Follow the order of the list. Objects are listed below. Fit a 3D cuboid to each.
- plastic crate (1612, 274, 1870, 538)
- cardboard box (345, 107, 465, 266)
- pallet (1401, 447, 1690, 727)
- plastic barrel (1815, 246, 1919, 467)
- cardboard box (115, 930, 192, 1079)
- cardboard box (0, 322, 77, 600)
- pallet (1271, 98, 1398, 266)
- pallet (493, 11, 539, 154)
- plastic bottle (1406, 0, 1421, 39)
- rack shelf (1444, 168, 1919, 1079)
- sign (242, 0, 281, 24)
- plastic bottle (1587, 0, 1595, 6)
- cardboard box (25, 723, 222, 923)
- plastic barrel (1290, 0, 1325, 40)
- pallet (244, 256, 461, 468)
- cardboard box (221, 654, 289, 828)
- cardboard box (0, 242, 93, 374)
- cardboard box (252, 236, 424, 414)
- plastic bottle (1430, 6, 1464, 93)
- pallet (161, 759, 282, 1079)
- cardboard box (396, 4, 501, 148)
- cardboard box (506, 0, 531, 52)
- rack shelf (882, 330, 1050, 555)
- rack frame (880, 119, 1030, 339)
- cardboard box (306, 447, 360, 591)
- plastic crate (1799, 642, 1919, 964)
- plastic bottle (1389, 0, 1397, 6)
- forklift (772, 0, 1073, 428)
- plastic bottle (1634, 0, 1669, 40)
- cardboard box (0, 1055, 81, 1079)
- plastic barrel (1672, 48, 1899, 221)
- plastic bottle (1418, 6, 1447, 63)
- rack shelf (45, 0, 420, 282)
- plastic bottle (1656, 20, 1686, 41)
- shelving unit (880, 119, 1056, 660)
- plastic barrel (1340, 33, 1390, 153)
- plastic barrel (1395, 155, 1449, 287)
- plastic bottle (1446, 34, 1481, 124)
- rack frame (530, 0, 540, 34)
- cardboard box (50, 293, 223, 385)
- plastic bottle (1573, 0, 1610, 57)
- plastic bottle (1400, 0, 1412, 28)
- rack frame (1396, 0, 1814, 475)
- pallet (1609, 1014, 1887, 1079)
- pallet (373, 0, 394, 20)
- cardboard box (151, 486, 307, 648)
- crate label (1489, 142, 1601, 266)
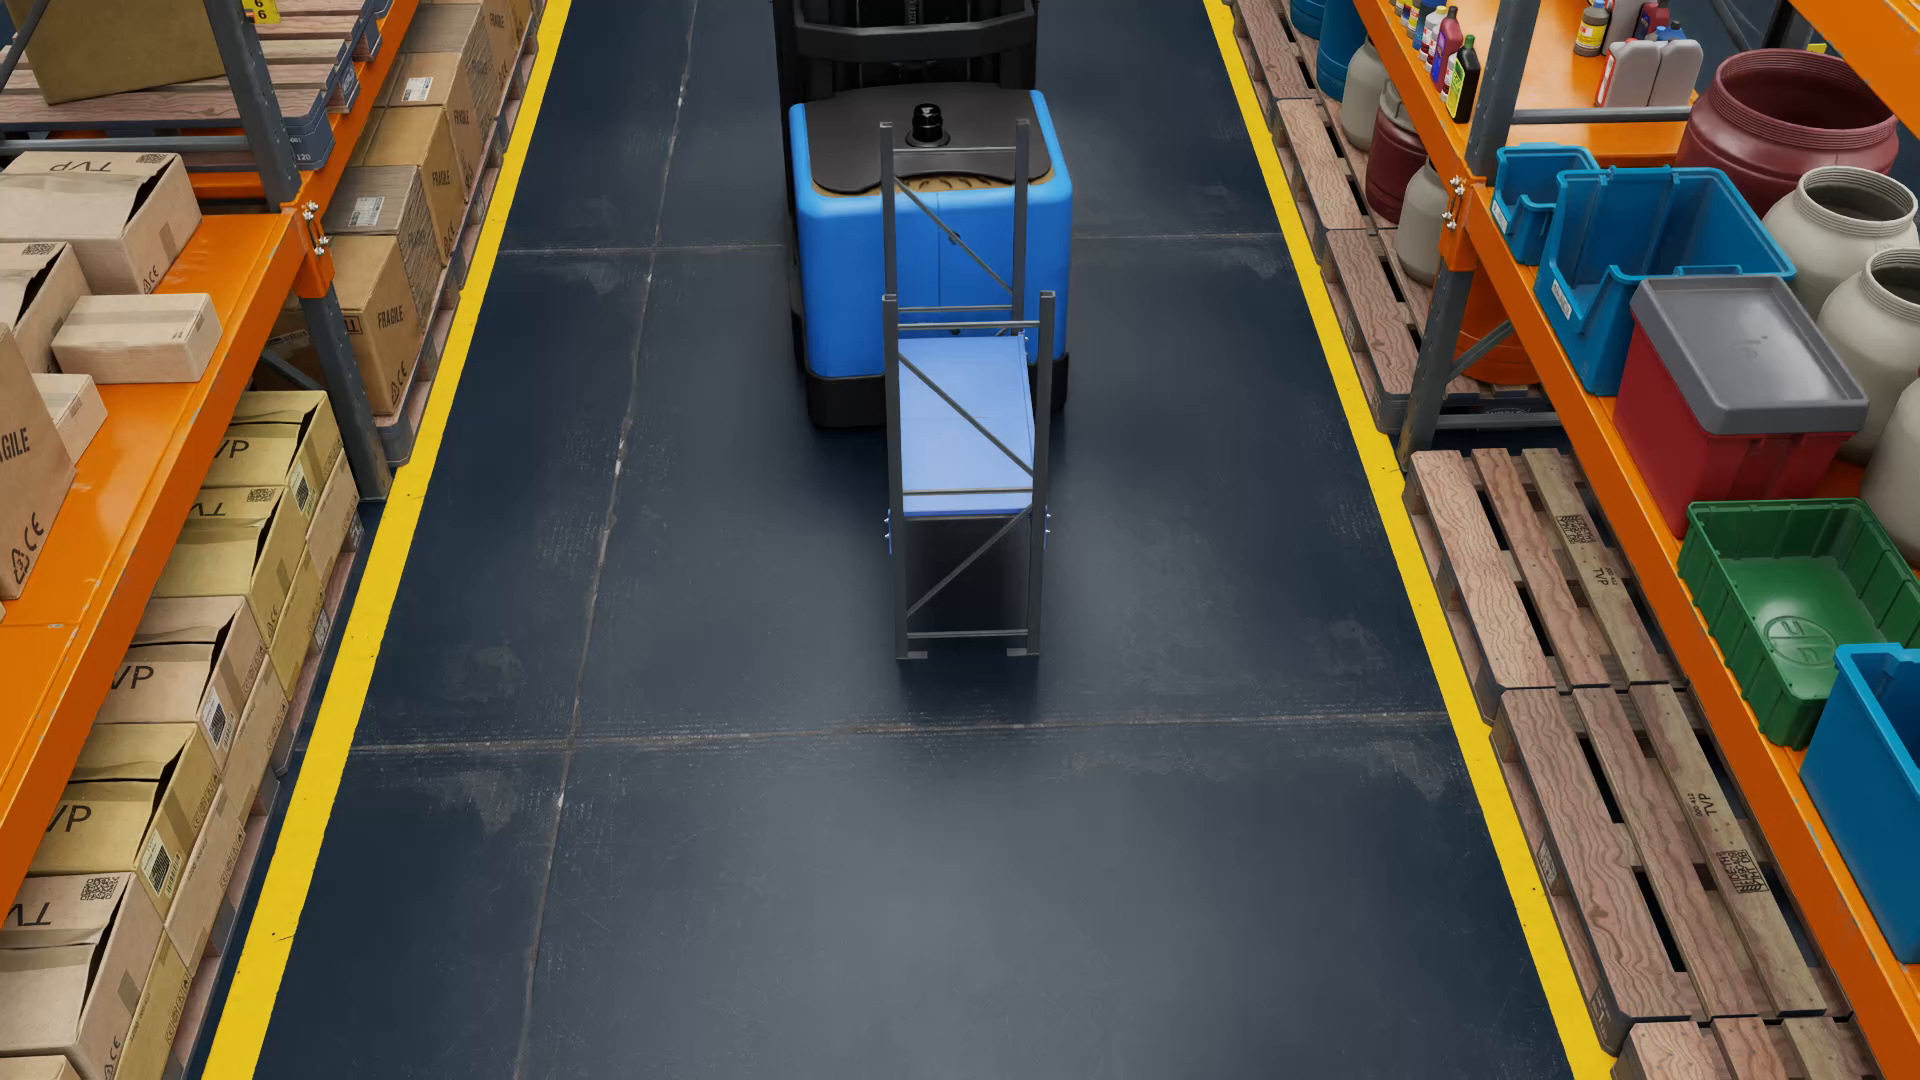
[{"bbox_3d":[1.999,-0.344,4.358,0.402,0.464,0.583,-2,43,-2],"label":"plastic crate"},{"bbox_3d":[-2.490,-1.528,7.222,0.500,0.500,0.500,-2,43,-2],"label":"cardboard box"},{"bbox_3d":[2.231,0.132,5.949,1.003,0.211,1.213,-2,43,-2],"label":"pallet"},{"bbox_3d":[2.512,-0.488,4.480,0.421,0.512,0.421,0,43,0],"label":"plastic barrel"},{"bbox_3d":[-2.357,1.305,4.331,0.500,0.250,0.500,-3,43,-3],"label":"cardboard box"},{"bbox_3d":[-2.625,-0.185,4.157,0.500,0.500,0.500,-4,43,-4],"label":"cardboard box"},{"bbox_3d":[2.113,-1.744,7.997,1.003,0.211,1.213,-2,43,-2],"label":"pallet"},{"bbox_3d":[-2.810,-2.404,8.717,1.003,0.211,1.213,-2,43,-2],"label":"pallet"},{"bbox_3d":[1.784,-2.039,6.401,0.097,0.201,0.097,0,43,0],"label":"plastic bottle"},{"bbox_3d":[2.321,0.196,4.349,1.077,0.370,4.000,-2,43,-2],"label":"rack shelf"},{"bbox_3d":[-2.158,-1.725,5.055,0.100,0.325,0.005,-2,43,-2],"label":"sign"},{"bbox_3d":[2.552,-2.238,6.558,0.061,0.283,0.133,-2,43,-2],"label":"plastic bottle"},{"bbox_3d":[-2.378,0.748,4.523,0.500,0.311,0.500,-1,43,-1],"label":"cardboard box"},{"bbox_3d":[2.073,-3.134,8.691,0.600,0.901,0.708,-2,43,-2],"label":"plastic barrel"},{"bbox_3d":[-2.706,-0.757,6.920,1.003,0.211,1.213,-2,43,-2],"label":"pallet"},{"bbox_3d":[-2.403,0.614,5.084,0.500,0.250,0.500,-1,43,-1],"label":"cardboard box"},{"bbox_3d":[-2.868,-0.638,4.792,0.500,0.311,0.500,-2,43,-2],"label":"cardboard box"},{"bbox_3d":[-2.446,-0.836,6.467,0.500,0.500,0.500,0,43,0],"label":"cardboard box"},{"bbox_3d":[1.783,-1.793,6.073,0.061,0.283,0.133,-2,43,-2],"label":"plastic bottle"},{"bbox_3d":[-2.668,1.126,4.865,1.003,0.211,1.213,-2,43,-2],"label":"pallet"},{"bbox_3d":[-2.542,-2.224,7.980,0.500,0.500,0.500,-1,43,-1],"label":"cardboard box"},{"bbox_3d":[-2.575,-2.896,8.714,0.500,0.500,0.500,-2,43,-2],"label":"cardboard box"},{"bbox_3d":[0.004,-0.363,5.802,0.538,0.185,1.000,-2,43,-2],"label":"rack shelf"},{"bbox_3d":[-0.018,-0.838,6.055,0.500,1.500,0.032,-2,43,-2],"label":"rack frame"},{"bbox_3d":[-2.446,-0.073,5.834,0.500,0.250,0.500,-1,43,-1],"label":"cardboard box"},{"bbox_3d":[2.049,0.551,3.441,0.392,0.384,0.575,-2,43,-2],"label":"plastic crate"},{"bbox_3d":[1.772,-2.236,6.616,0.097,0.201,0.097,0,43,0],"label":"plastic bottle"},{"bbox_3d":[-0.253,-2.525,6.835,1.130,2.935,3.031,-5,43,-5],"label":"forklift"},{"bbox_3d":[2.573,-1.901,6.191,0.061,0.283,0.133,-2,43,-2],"label":"plastic bottle"},{"bbox_3d":[-2.327,1.448,3.759,0.500,0.311,0.500,-2,43,-2],"label":"cardboard box"},{"bbox_3d":[2.559,-1.165,5.201,0.600,0.536,0.708,-2,43,-2],"label":"plastic barrel"},{"bbox_3d":[1.793,-1.907,6.258,0.097,0.201,0.097,0,43,0],"label":"plastic bottle"},{"bbox_3d":[-2.797,-2.365,7.143,1.077,0.370,4.000,-2,43,-2],"label":"rack shelf"},{"bbox_3d":[2.564,-1.753,6.037,0.097,0.271,0.097,0,43,0],"label":"plastic bottle"},{"bbox_3d":[0.004,-0.495,5.680,0.538,1.500,1.048,-2,43,-2],"label":"shelving unit"},{"bbox_3d":[2.038,-2.128,7.882,0.421,0.512,0.421,0,43,0],"label":"plastic barrel"},{"bbox_3d":[2.085,-1.366,7.050,0.421,0.512,0.421,0,43,0],"label":"plastic barrel"},{"bbox_3d":[1.793,-1.638,5.903,0.061,0.283,0.133,-2,43,-2],"label":"plastic bottle"},{"bbox_3d":[-2.882,-3.980,8.373,1.000,3.000,0.127,-2,43,-2],"label":"rack frame"},{"bbox_3d":[-2.398,-0.588,4.858,0.380,0.149,0.250,-2,43,-2],"label":"cardboard box"},{"bbox_3d":[2.398,-1.944,6.298,0.097,0.201,0.097,0,43,0],"label":"plastic bottle"},{"bbox_3d":[1.780,-2.130,6.449,0.097,0.271,0.097,0,43,0],"label":"plastic bottle"},{"bbox_3d":[2.237,-1.420,5.579,1.000,3.000,0.127,-2,43,-2],"label":"rack frame"},{"bbox_3d":[2.334,1.780,4.152,1.003,0.211,1.213,-2,43,-2],"label":"pallet"},{"bbox_3d":[-2.800,-2.522,6.924,1.003,0.211,1.213,-2,43,-2],"label":"pallet"},{"bbox_3d":[-2.416,0.069,5.264,0.500,0.311,0.500,-2,43,-2],"label":"cardboard box"},{"bbox_3d":[1.880,-1.063,5.313,0.303,0.233,0.416,-2,43,-2],"label":"crate label"}]
